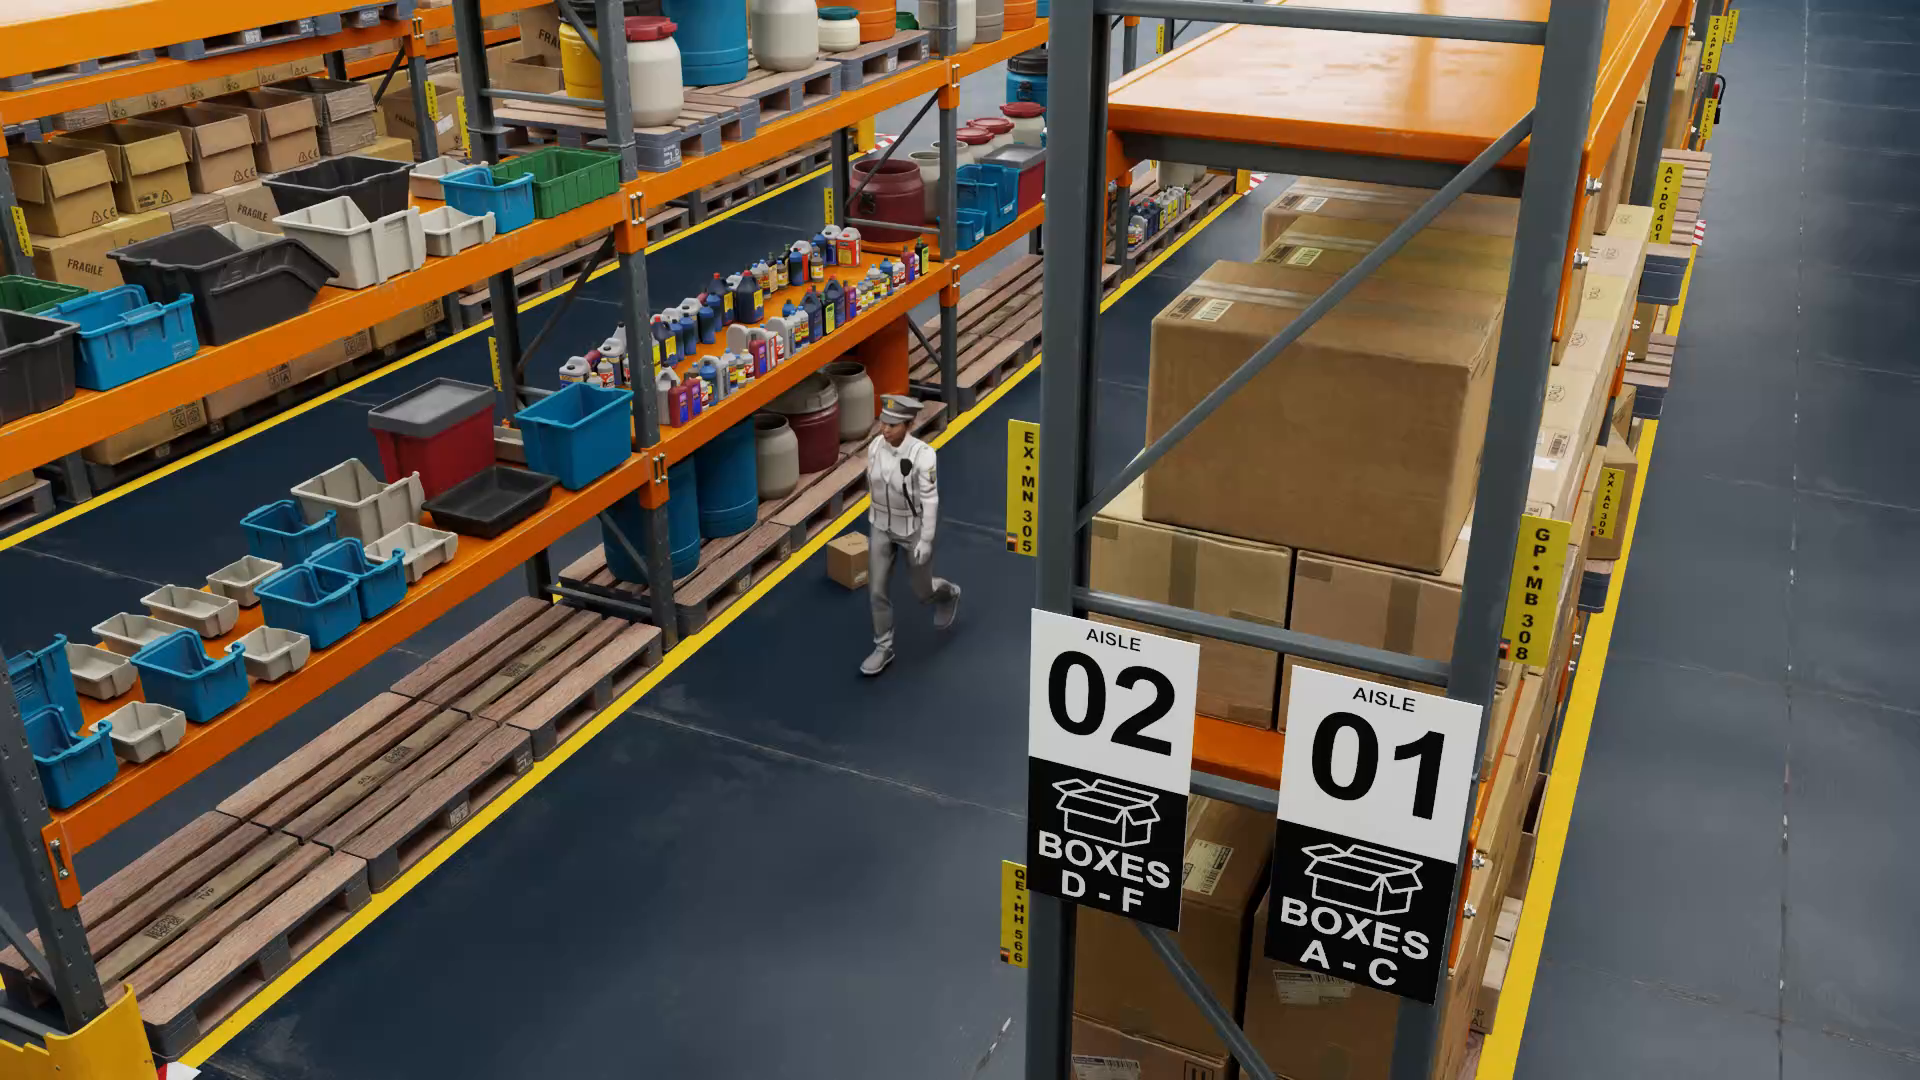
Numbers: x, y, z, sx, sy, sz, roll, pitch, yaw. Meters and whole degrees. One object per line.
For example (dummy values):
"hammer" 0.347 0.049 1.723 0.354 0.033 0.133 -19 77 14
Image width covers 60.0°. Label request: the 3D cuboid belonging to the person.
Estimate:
"person" -0.309 -0.093 9.554 0.472 1.658 0.788 12 29 23
